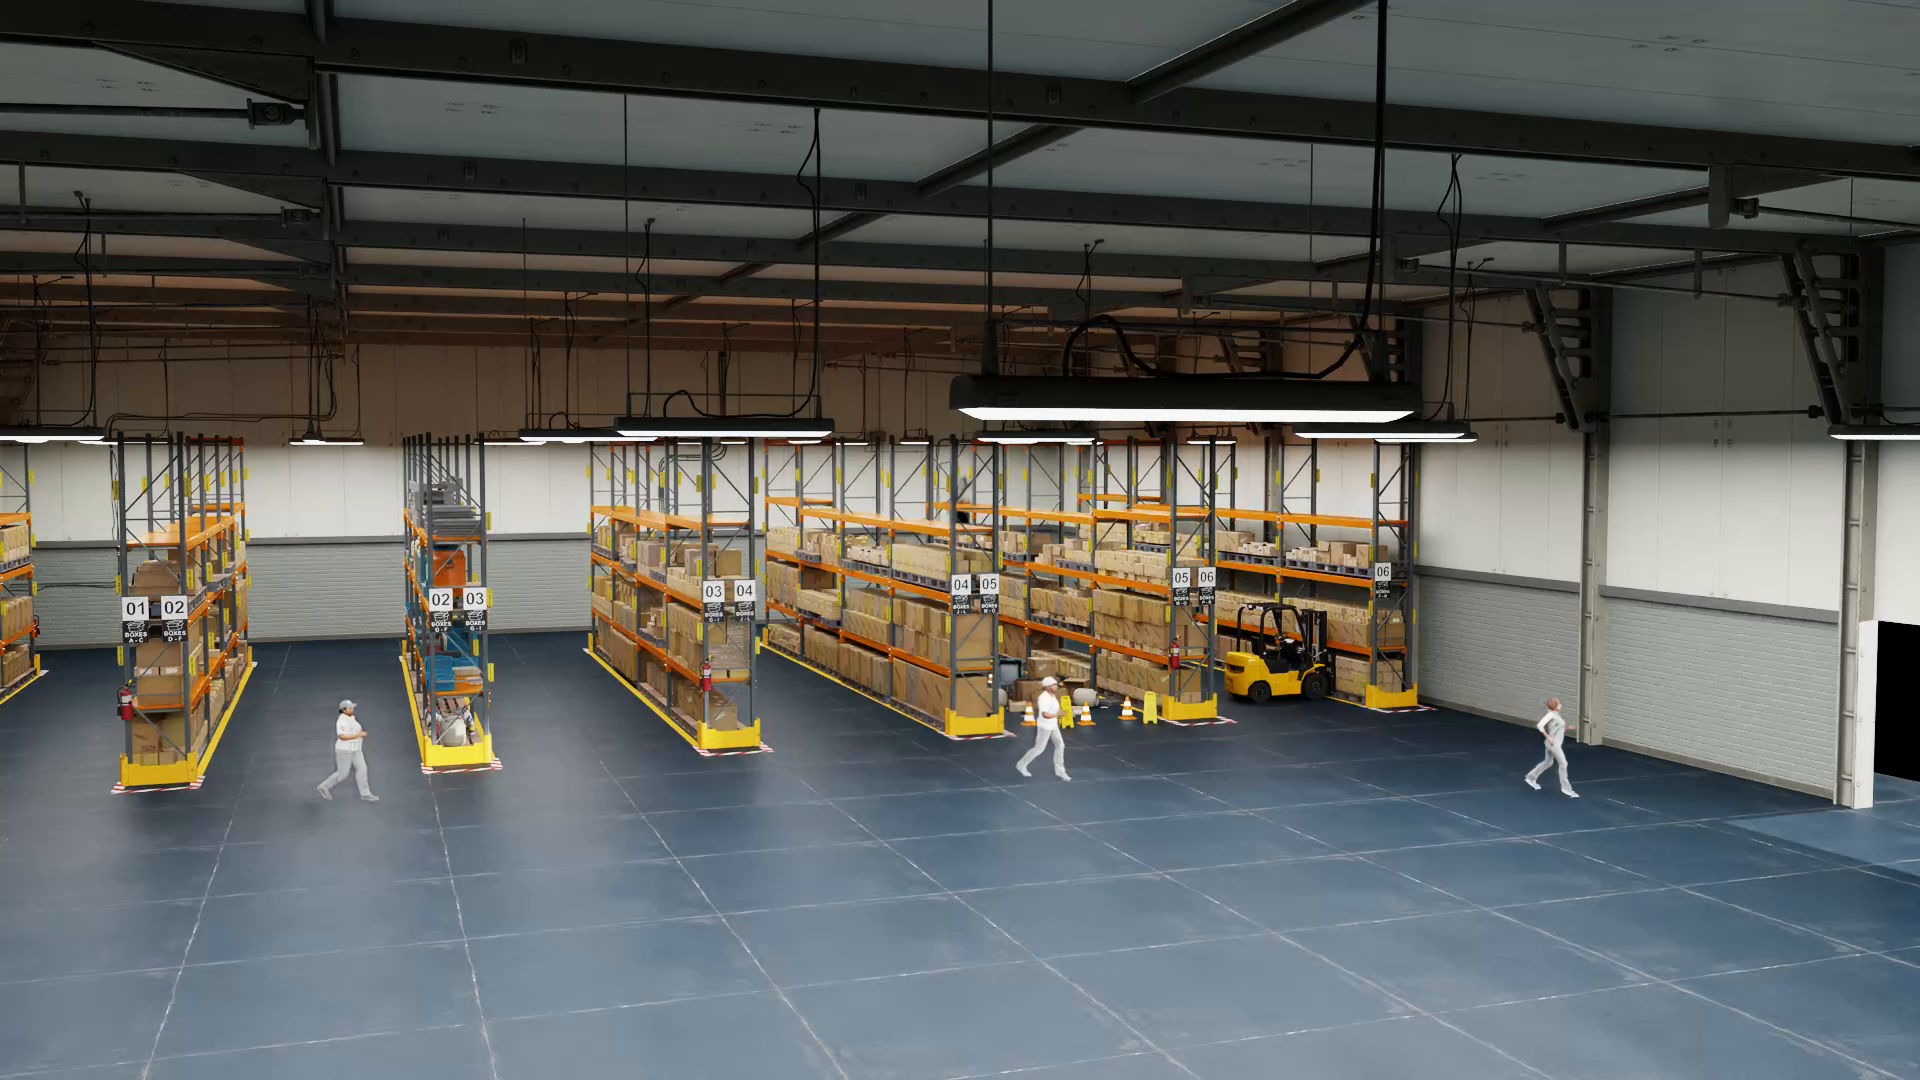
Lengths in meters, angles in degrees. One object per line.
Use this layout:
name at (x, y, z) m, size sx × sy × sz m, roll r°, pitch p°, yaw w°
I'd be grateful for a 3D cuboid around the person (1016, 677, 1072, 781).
person at (1.455, 3.249, 28.657) m, size 0.940 × 1.806 × 0.711 m, roll 1°, pitch 3°, yaw 19°

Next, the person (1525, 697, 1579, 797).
person at (9.742, 3.385, 27.336) m, size 0.842 × 1.612 × 0.526 m, roll 1°, pitch 3°, yaw 23°

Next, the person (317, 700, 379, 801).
person at (-9.844, 3.394, 26.752) m, size 0.944 × 1.629 × 0.614 m, roll 0°, pitch 3°, yaw 4°

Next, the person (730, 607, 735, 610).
person at (-6.526, 2.302, 46.909) m, size 0.640 × 1.646 × 0.799 m, roll -1°, pitch 3°, yaw -12°
